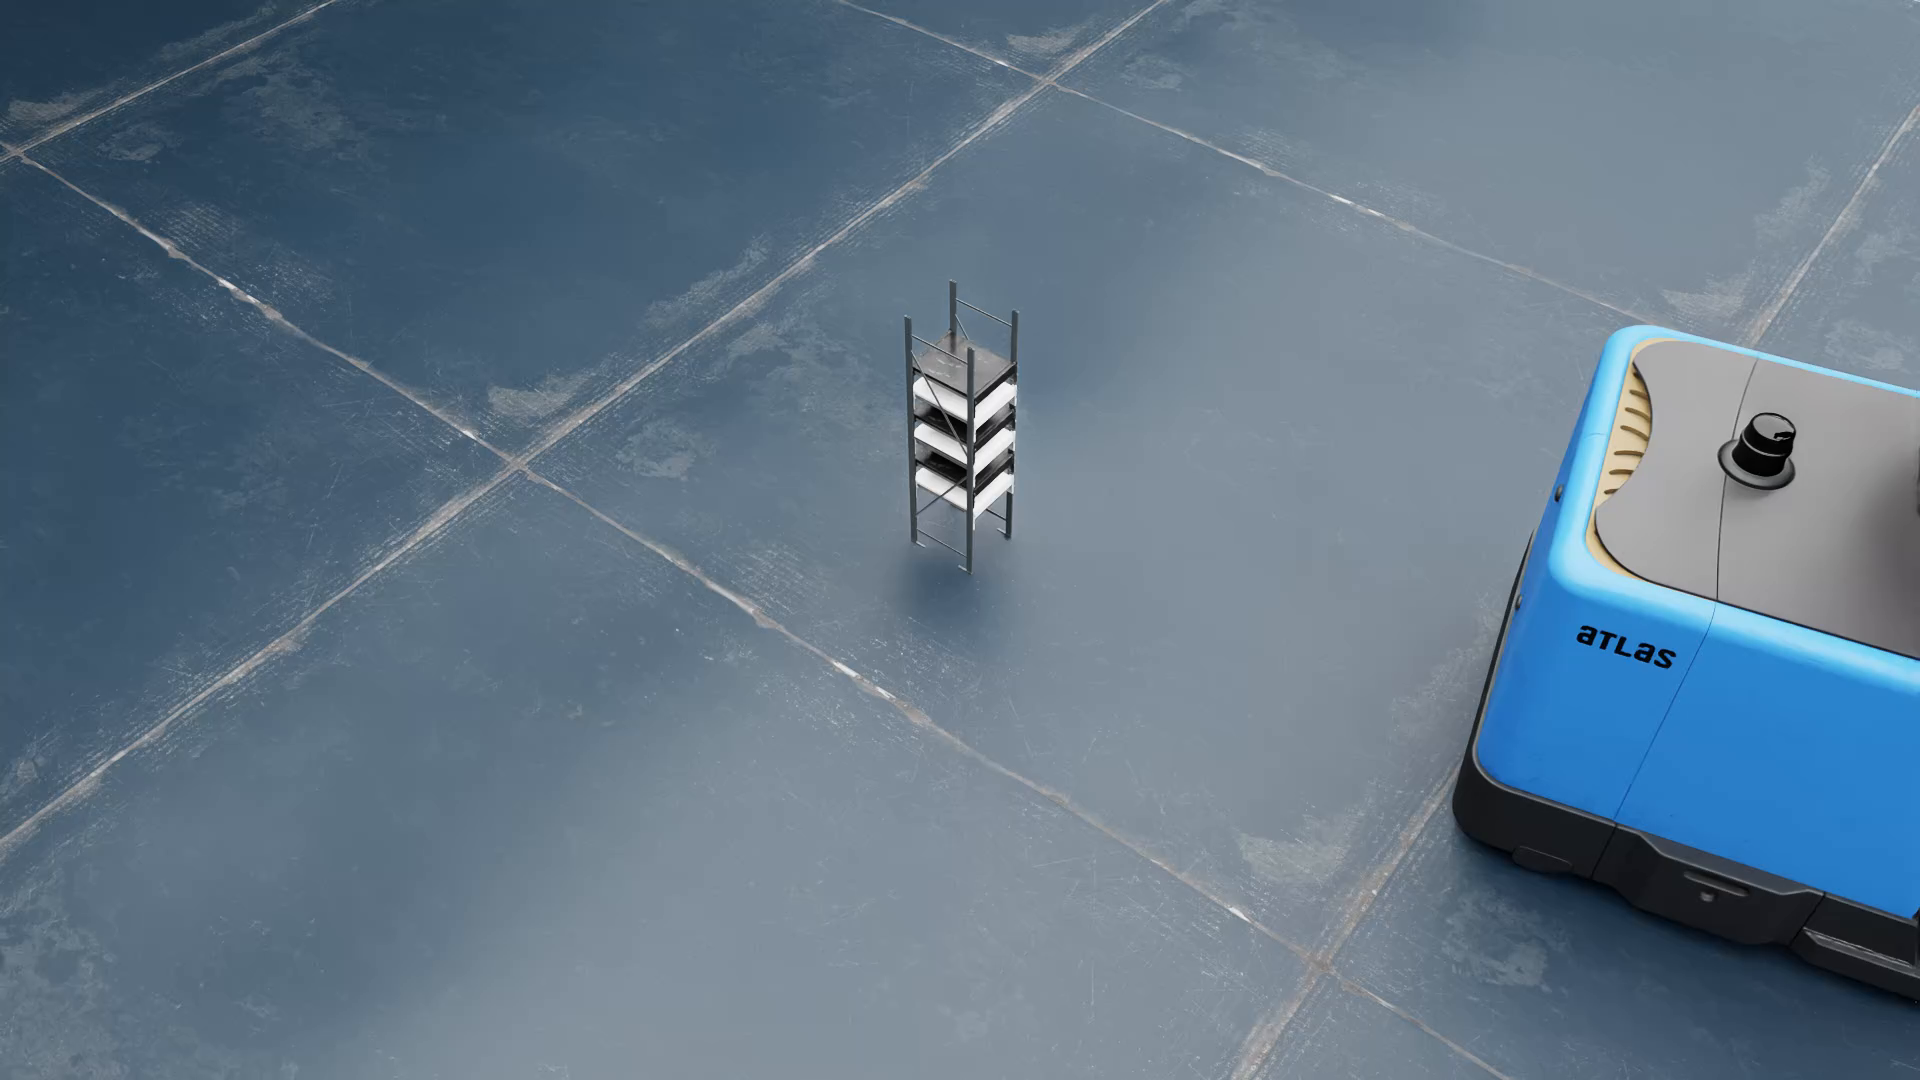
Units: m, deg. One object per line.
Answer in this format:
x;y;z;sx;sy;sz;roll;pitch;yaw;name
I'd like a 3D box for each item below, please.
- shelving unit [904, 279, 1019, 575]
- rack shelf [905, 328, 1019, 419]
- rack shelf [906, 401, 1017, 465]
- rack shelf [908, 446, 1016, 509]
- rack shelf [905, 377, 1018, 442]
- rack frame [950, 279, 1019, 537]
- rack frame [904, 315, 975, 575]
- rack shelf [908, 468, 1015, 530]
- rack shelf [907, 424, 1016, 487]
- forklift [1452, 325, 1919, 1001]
0.005;-0.315;4.929;0.258;0.900;0.210;29;53;25;shelving unit
0.005;-0.479;4.758;0.258;0.077;0.200;29;53;25;rack shelf
0.005;-0.355;4.888;0.258;0.077;0.200;29;53;25;rack shelf
0.005;-0.230;5.018;0.258;0.077;0.200;29;53;25;rack shelf
0.005;-0.417;4.823;0.258;0.077;0.200;29;53;25;rack shelf
0.067;-0.374;4.985;0.240;0.900;0.006;29;53;25;rack frame
-0.057;-0.257;4.873;0.240;0.900;0.006;29;53;25;rack frame
0.005;-0.168;5.083;0.258;0.077;0.200;29;53;25;rack shelf
0.005;-0.292;4.953;0.258;0.077;0.200;29;53;25;rack shelf
2.883;-0.100;3.319;3.031;2.935;1.130;18;49;16;forklift
